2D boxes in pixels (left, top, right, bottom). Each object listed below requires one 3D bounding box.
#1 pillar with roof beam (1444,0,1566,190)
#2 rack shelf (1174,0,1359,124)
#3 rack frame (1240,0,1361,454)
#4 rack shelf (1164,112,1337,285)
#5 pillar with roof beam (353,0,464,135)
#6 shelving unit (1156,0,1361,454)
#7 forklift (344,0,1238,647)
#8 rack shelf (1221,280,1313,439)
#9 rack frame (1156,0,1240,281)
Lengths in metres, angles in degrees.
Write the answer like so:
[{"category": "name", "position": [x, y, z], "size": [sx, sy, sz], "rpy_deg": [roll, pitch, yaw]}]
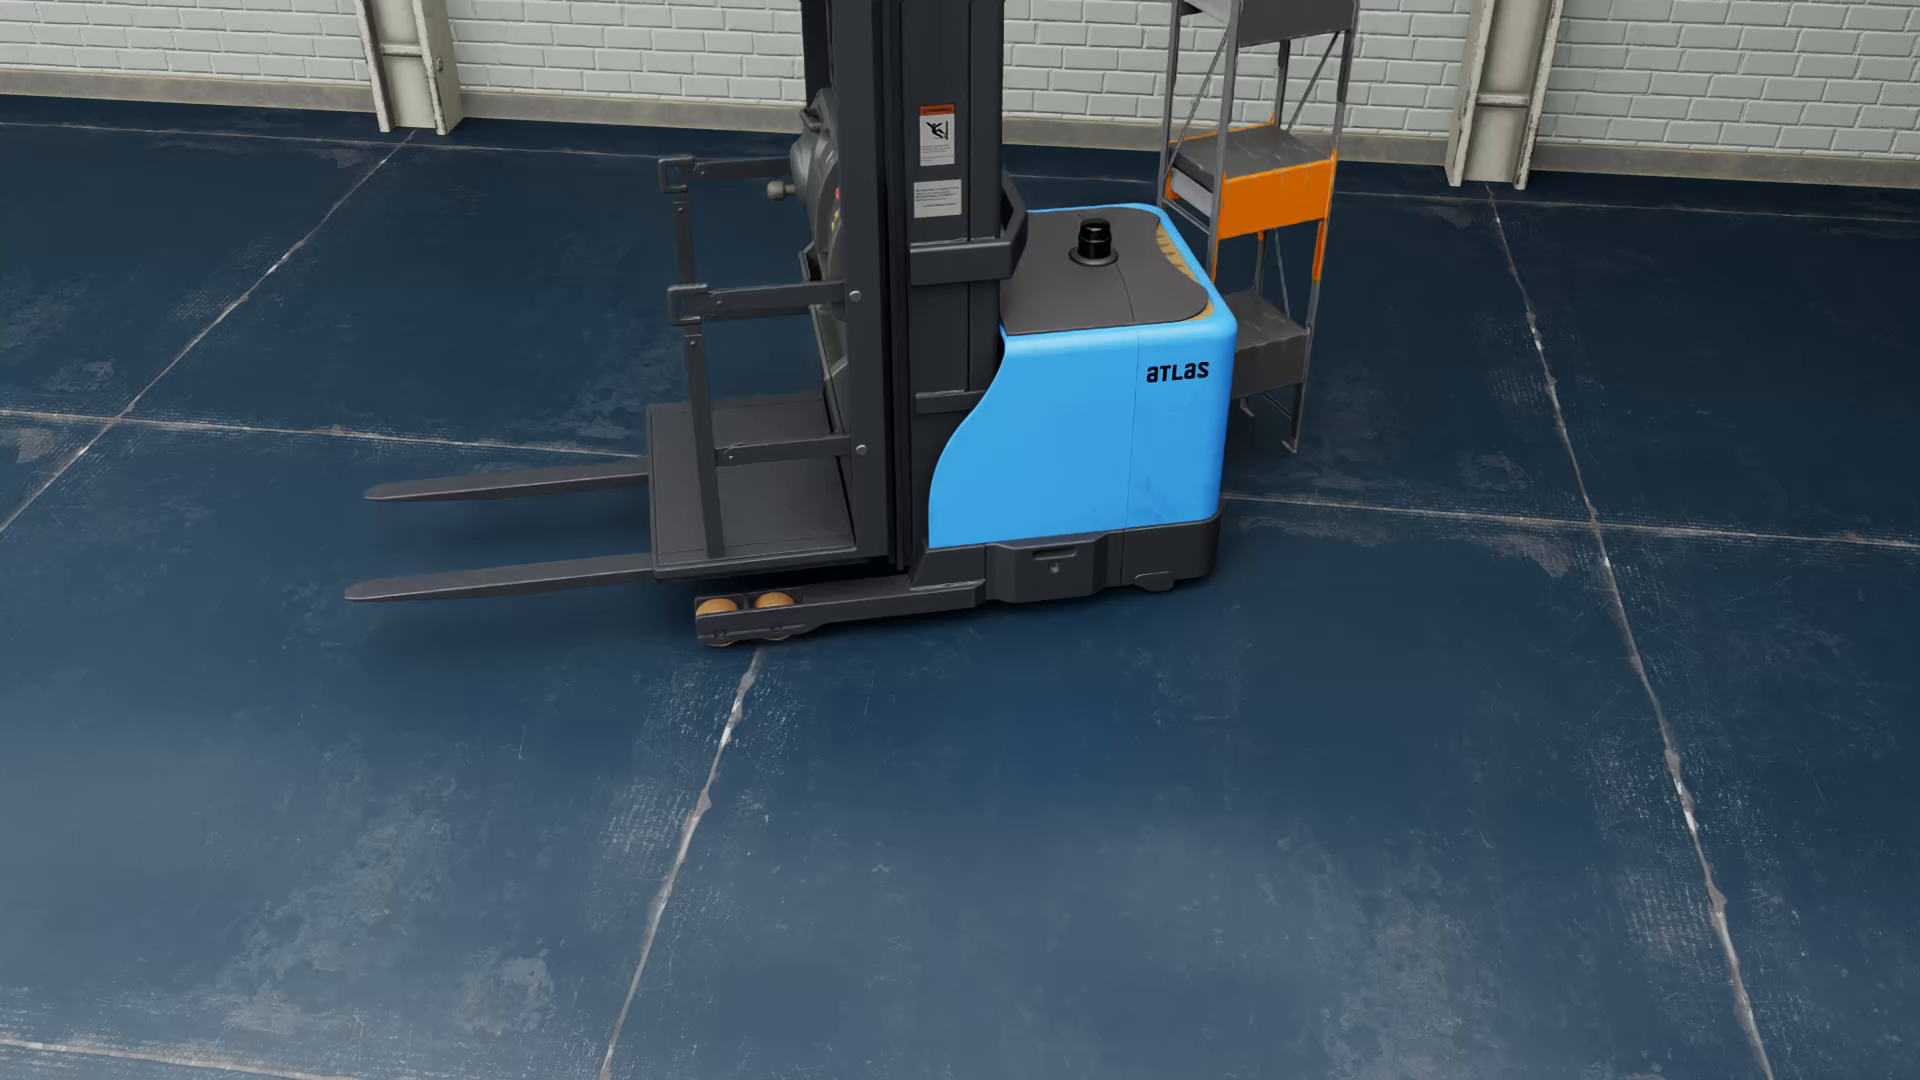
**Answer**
[{"category": "pillar with roof beam", "position": [2.293, -3.155, 2.924], "size": [0.400, 9.000, 9.100], "rpy_deg": [4, 36, 6]}, {"category": "rack shelf", "position": [1.055, -1.807, 5.791], "size": [0.480, 0.518, 0.431], "rpy_deg": [-15, 38, -20]}, {"category": "rack frame", "position": [1.275, -1.308, 6.274], "size": [0.015, 2.100, 0.400], "rpy_deg": [-15, 38, -20]}, {"category": "rack shelf", "position": [1.053, -1.238, 6.199], "size": [0.480, 0.518, 0.431], "rpy_deg": [-15, 38, -20]}, {"category": "pillar with roof beam", "position": [-3.658, -3.599, 3.546], "size": [0.400, 9.000, 9.100], "rpy_deg": [4, 36, 6]}, {"category": "shelving unit", "position": [1.053, -1.249, 6.191], "size": [0.503, 2.100, 0.431], "rpy_deg": [-15, 38, -20]}, {"category": "forklift", "position": [-0.639, -1.158, 5.349], "size": [3.031, 2.935, 1.130], "rpy_deg": [-6, 36, -8]}, {"category": "rack shelf", "position": [1.052, -0.668, 6.606], "size": [0.480, 0.518, 0.431], "rpy_deg": [-15, 38, -20]}, {"category": "rack frame", "position": [0.832, -1.189, 6.107], "size": [0.015, 2.100, 0.400], "rpy_deg": [-15, 38, -20]}]
